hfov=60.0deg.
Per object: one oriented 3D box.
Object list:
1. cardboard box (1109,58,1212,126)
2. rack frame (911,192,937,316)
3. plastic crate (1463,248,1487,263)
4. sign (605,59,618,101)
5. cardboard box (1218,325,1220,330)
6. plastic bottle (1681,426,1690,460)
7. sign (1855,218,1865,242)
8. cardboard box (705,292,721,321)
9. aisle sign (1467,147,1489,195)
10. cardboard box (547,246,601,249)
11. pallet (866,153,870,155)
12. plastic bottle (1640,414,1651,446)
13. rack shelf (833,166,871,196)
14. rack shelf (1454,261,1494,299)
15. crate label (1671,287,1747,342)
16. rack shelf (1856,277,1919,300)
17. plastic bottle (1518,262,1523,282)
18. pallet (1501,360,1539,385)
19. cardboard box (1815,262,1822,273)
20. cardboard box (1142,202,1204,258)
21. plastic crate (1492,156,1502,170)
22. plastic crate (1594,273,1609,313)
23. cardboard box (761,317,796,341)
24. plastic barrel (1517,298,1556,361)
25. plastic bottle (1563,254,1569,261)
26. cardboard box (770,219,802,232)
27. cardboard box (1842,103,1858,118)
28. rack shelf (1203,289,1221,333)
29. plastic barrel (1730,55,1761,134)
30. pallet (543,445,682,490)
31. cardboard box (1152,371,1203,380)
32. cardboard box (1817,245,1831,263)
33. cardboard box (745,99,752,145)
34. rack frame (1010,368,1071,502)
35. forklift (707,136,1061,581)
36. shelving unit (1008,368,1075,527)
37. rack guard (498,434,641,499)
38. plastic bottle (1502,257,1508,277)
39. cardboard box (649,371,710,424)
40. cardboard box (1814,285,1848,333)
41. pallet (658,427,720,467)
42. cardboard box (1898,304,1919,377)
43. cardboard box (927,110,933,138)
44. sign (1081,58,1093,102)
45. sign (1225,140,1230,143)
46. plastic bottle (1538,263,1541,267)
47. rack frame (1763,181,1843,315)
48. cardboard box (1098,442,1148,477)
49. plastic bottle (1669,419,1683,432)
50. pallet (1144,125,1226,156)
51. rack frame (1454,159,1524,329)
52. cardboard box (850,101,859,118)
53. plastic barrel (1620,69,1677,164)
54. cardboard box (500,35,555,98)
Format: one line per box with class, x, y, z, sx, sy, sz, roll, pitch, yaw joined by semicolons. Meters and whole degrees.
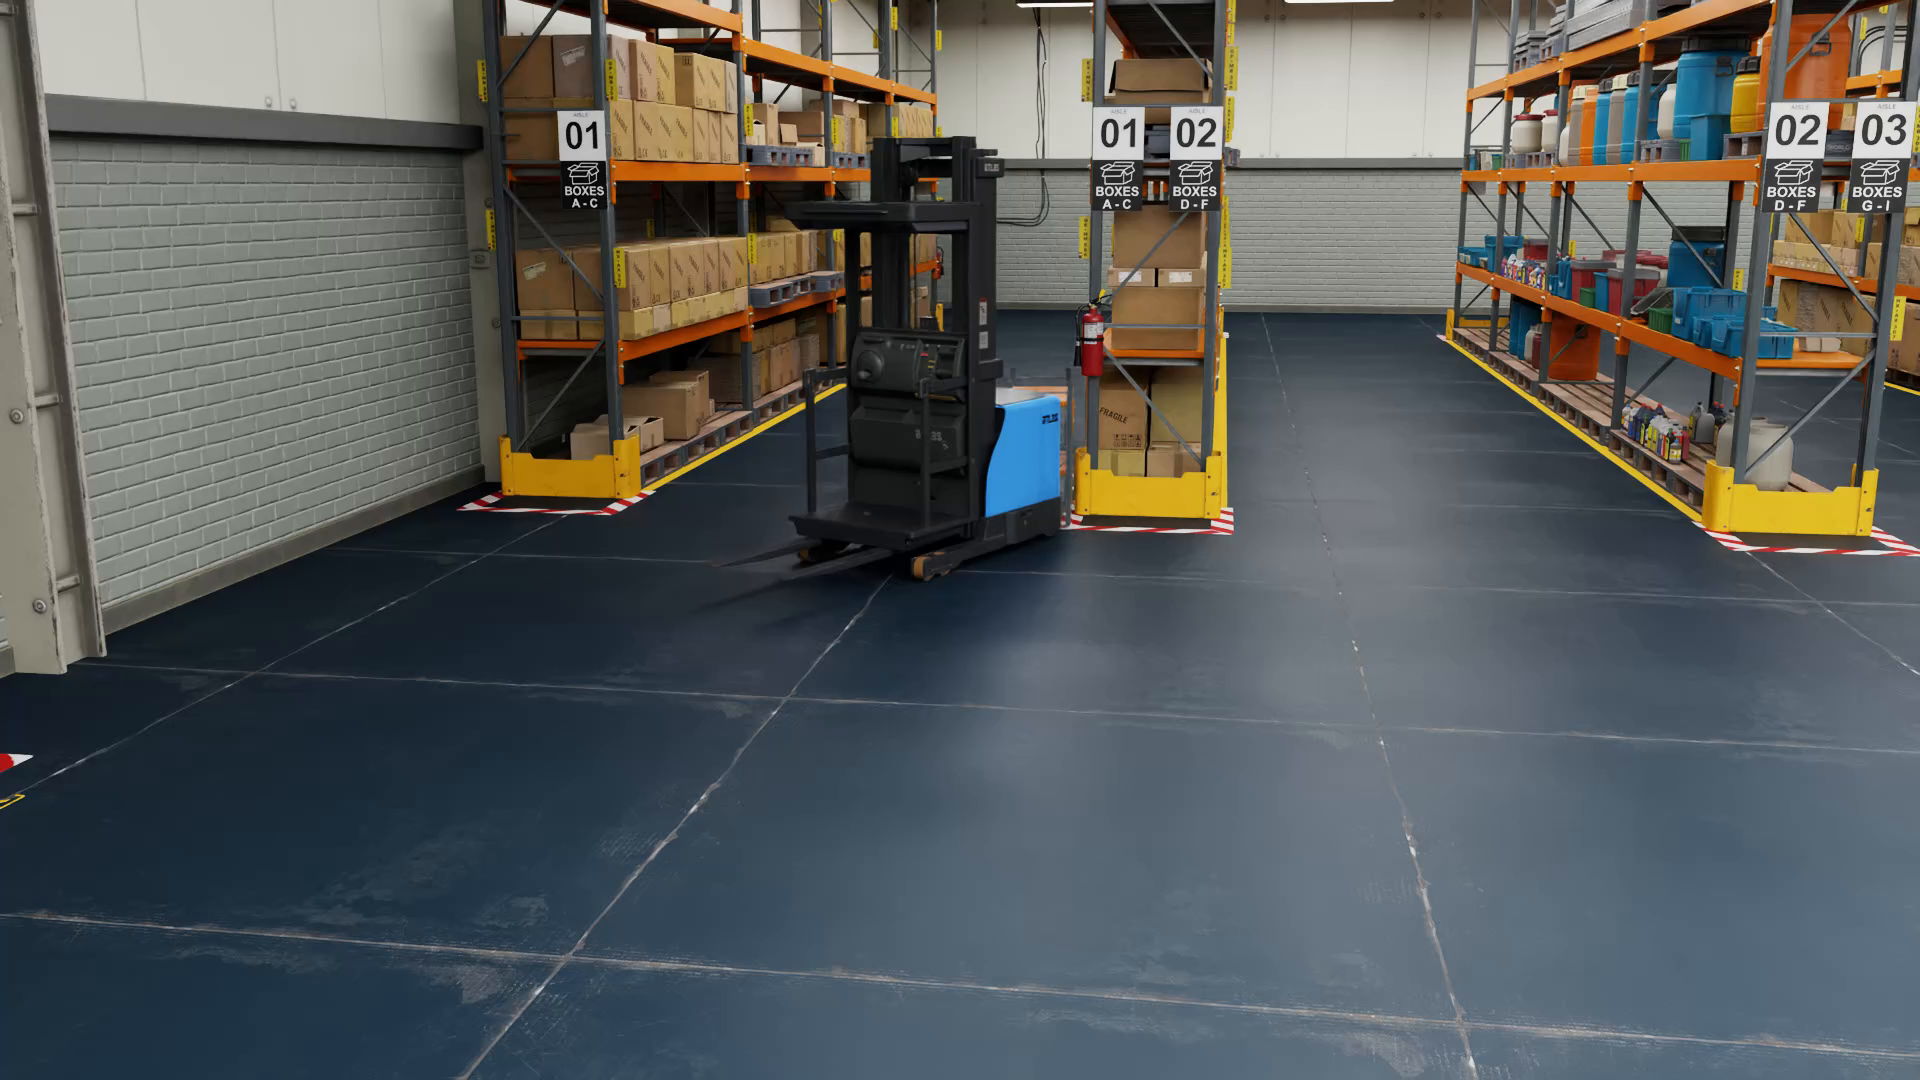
cardboard box;1.622;-3.604;13.403;0.797;0.503;0.637;3;12;13
rack frame;-0.905;-5.184;29.430;1.000;3.000;0.127;2;12;9
plastic crate;8.419;-4.633;27.127;0.416;0.233;0.300;2;12;9
sign;-2.830;-3.730;13.486;0.100;0.325;0.005;2;12;9
cardboard box;3.269;-2.651;22.566;0.500;0.500;0.500;2;12;8
plastic bottle;6.444;-0.865;14.789;0.061;0.283;0.133;2;12;9
sign;12.614;-4.350;23.315;0.100;0.325;0.005;2;12;9
cardboard box;-2.671;-2.306;16.382;0.500;0.250;0.500;2;12;8
aisle sign;8.601;-6.159;27.781;0.394;0.787;0.004;2;12;9
cardboard box;-3.416;-2.366;14.882;0.500;0.500;0.500;2;12;9
pallet;-1.384;-5.945;26.049;1.003;0.211;1.213;2;12;9
plastic bottle;6.409;-1.026;15.537;0.061;0.283;0.133;2;12;11
rack shelf;-1.828;-5.050;23.394;1.077;0.370;4.000;2;12;9
rack shelf;8.576;-4.095;26.085;1.077;0.370;4.000;2;12;9
crate label;6.439;-1.942;14.301;0.502;0.435;0.616;2;12;9
rack shelf;12.855;-3.102;21.476;1.077;0.370;4.000;2;12;9
plastic bottle;7.598;-3.620;22.474;0.097;0.271;0.097;0;12;0
pallet;7.924;-2.254;22.450;1.003;0.211;1.213;2;12;9
cardboard box;13.083;-4.089;24.944;0.380;0.149;0.250;2;12;8
cardboard box;1.851;-2.804;15.067;0.700;0.500;0.500;2;12;9
plastic crate;8.035;-5.492;24.238;0.450;0.188;0.662;2;12;9
plastic crate;6.901;-2.597;17.464;0.392;0.384;0.575;2;12;9
cardboard box;-2.344;-2.611;20.596;0.500;0.250;0.500;2;12;10
plastic barrel;8.059;-2.950;23.047;0.600;0.901;0.708;2;12;9
plastic bottle;8.451;-3.805;23.145;0.144;0.351;0.185;2;12;9
cardboard box;-2.194;-3.960;20.927;0.380;0.149;0.250;0;12;-1
cardboard box;13.457;-6.419;24.786;0.500;0.250;0.500;1;12;7
rack shelf;2.452;-2.591;19.106;1.077;0.370;4.000;2;12;9
plastic barrel;6.473;-3.538;13.226;0.600;0.588;0.600;0;12;0
pallet;-3.194;-0.674;15.122;1.003;0.211;1.213;2;12;9
cardboard box;1.971;-1.235;14.853;0.500;0.500;0.500;2;12;9
cardboard box;13.127;-4.257;24.776;0.500;0.250;0.500;2;12;10
cardboard box;-2.588;-4.518;17.984;0.500;0.500;0.500;4;13;17
rack frame;0.667;-0.875;13.881;0.500;1.125;0.032;1;12;3
forklift;-0.488;-1.272;11.438;1.130;2.935;3.031;8;15;34
shelving unit;0.642;-0.768;13.385;0.538;1.125;1.048;1;12;3
rack guard;-3.354;-0.648;14.312;1.175;0.500;0.348;2;12;9
plastic bottle;7.770;-3.884;23.670;0.061;0.283;0.133;2;12;9
cardboard box;-2.871;-1.462;17.048;0.500;0.500;0.500;1;12;4
cardboard box;13.482;-3.359;25.007;0.875;0.875;0.875;2;12;9
pallet;-3.004;-0.928;16.297;1.003;0.211;1.213;2;12;9
cardboard box;12.819;-2.533;21.172;1.225;0.875;0.875;2;12;9
cardboard box;-0.748;-7.037;28.248;0.500;0.500;0.500;2;12;8
sign;0.995;-3.575;12.928;0.100;0.325;0.005;2;12;9
sign;4.535;-6.902;28.177;0.100;0.325;0.005;2;12;9
plastic bottle;7.641;-3.511;21.941;0.061;0.283;0.133;2;12;9
rack frame;13.778;-4.703;27.196;1.000;3.000;0.127;2;12;9
cardboard box;1.320;-0.676;14.042;0.500;0.250;0.500;2;12;9
plastic bottle;6.560;-0.967;15.282;0.152;0.276;0.135;2;12;9
pallet;1.664;-3.264;13.607;1.003;0.211;1.213;2;12;9
rack frame;8.884;-4.863;27.941;1.000;3.000;0.127;2;12;9
cardboard box;-1.785;-6.270;24.284;0.500;0.250;0.500;3;12;13
plastic barrel;6.902;-4.190;16.505;0.600;0.901;0.708;2;12;9
cardboard box;-3.558;-3.966;13.997;0.500;0.500;0.500;2;12;11
